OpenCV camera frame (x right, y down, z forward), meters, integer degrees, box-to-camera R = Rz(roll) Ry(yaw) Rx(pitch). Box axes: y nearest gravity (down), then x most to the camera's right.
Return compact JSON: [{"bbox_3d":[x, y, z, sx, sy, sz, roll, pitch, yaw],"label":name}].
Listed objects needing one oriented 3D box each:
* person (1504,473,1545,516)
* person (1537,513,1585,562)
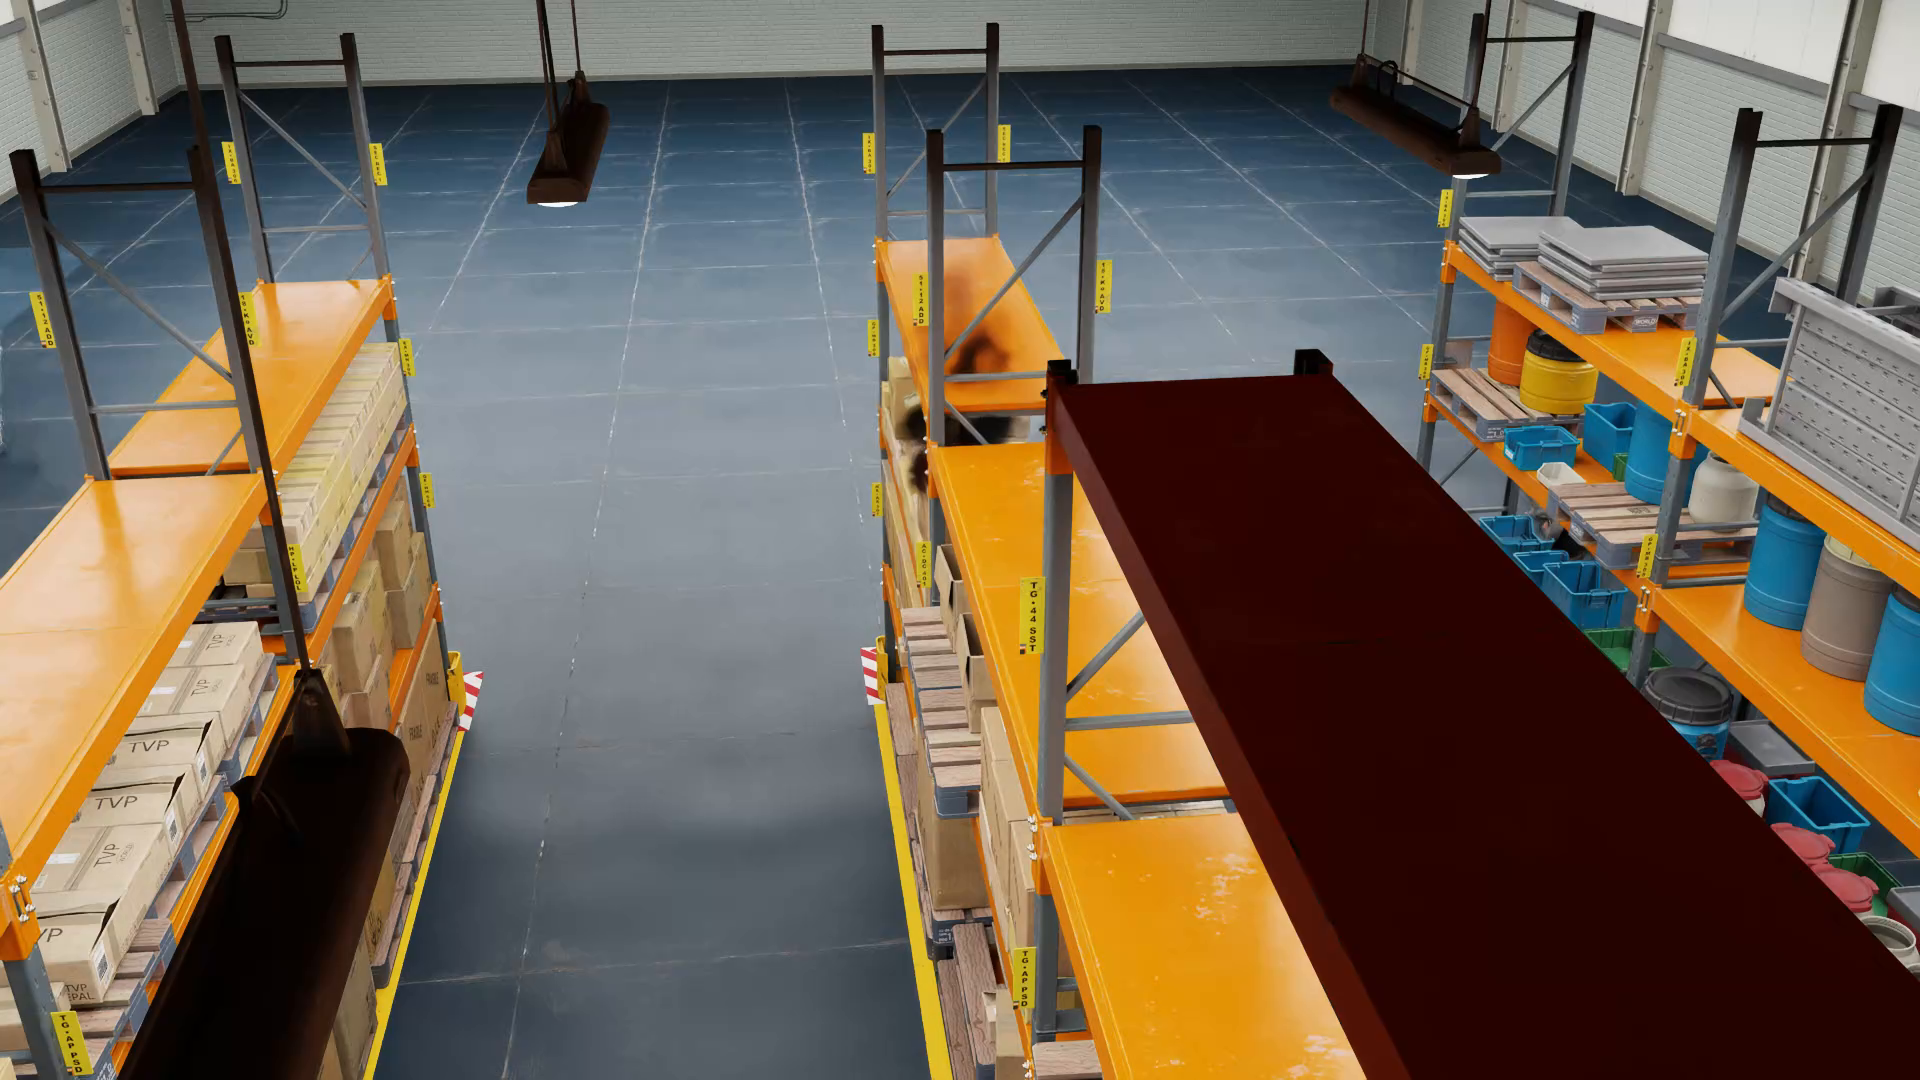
[{"bbox_3d":[6.511,-1.025,18.725,0.699,1.728,0.673,12,28,23],"label":"person"},{"bbox_3d":[5.947,0.124,16.343,0.697,1.693,0.737,-18,31,-32],"label":"person"}]
